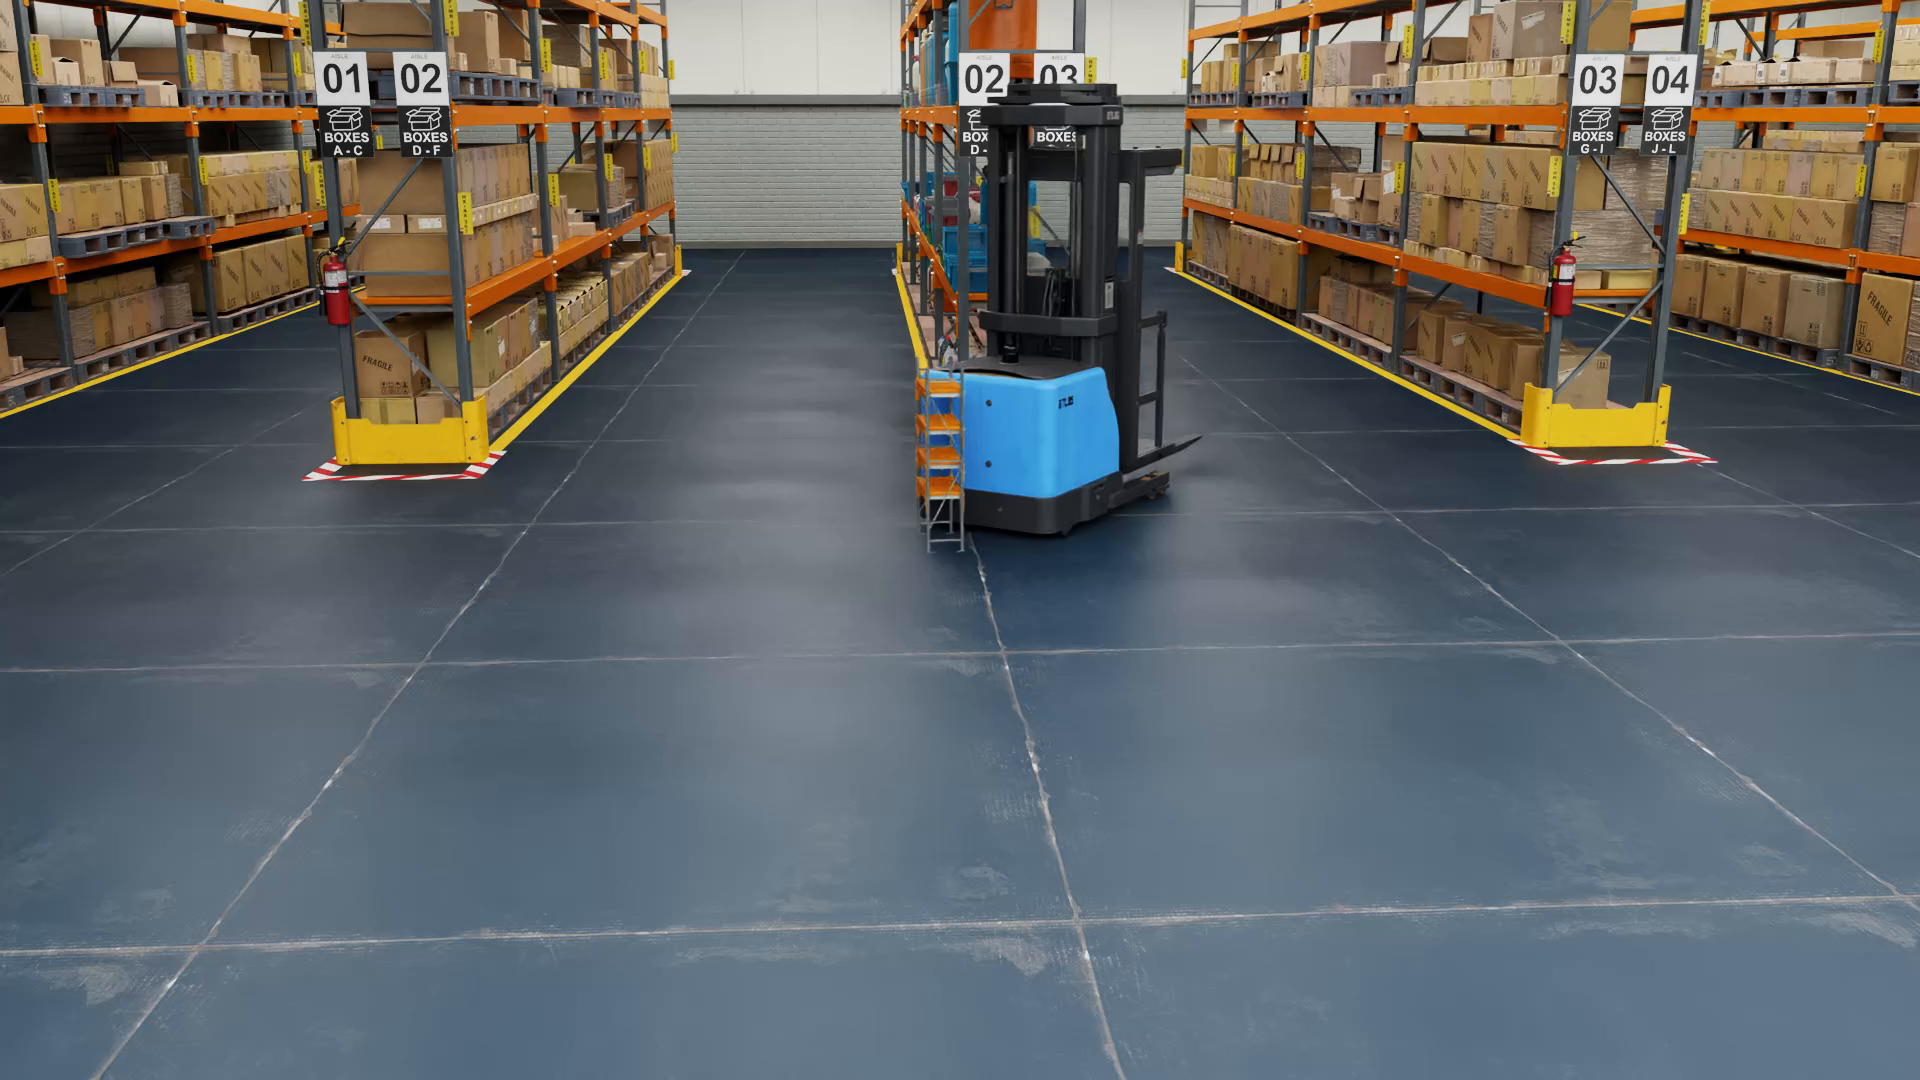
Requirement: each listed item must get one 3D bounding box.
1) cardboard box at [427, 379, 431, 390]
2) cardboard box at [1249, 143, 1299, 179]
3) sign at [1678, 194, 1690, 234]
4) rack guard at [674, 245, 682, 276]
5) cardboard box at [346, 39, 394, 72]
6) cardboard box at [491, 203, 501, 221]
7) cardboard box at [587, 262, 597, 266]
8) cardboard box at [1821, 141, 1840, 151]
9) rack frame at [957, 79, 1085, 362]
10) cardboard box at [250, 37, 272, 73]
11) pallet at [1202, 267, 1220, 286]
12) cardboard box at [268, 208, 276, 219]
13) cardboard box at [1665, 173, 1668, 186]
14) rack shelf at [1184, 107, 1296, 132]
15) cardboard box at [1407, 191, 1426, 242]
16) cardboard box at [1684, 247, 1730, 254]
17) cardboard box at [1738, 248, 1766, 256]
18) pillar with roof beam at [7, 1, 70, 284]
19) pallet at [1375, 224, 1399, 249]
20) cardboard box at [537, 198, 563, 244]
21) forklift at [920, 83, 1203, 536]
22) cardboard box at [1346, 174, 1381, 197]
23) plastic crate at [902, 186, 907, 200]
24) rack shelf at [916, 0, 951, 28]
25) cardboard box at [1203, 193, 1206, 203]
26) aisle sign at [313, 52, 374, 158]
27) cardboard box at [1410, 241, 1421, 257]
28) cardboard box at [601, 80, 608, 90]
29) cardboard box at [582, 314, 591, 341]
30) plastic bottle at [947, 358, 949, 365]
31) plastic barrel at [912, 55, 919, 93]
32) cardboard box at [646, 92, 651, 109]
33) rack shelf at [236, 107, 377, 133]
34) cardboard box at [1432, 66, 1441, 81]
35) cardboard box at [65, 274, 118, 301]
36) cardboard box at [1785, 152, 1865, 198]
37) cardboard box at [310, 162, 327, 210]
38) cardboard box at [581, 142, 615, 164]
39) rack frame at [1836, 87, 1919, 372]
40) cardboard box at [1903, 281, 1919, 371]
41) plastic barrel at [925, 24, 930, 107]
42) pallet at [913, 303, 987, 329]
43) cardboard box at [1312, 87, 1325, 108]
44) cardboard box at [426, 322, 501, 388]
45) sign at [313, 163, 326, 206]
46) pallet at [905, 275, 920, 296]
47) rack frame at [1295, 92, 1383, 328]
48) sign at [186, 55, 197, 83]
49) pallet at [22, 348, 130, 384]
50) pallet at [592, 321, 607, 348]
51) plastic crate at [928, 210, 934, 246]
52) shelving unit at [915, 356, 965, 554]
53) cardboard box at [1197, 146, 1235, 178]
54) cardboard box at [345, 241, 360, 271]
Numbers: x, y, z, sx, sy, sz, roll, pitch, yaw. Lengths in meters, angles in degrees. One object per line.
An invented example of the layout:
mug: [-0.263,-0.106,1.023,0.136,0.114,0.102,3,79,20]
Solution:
cardboard box: [-4.832,-1.240,14.501,0.500,0.250,0.500,-1,14,-3]
cardboard box: [4.731,-5.627,24.663,0.797,0.503,0.637,-1,14,-5]
sign: [5.968,-2.695,13.743,0.100,0.325,0.005,-1,14,-3]
rack guard: [-5.448,-4.865,28.931,1.175,0.500,0.348,-1,14,-3]
cardboard box: [-4.796,-4.049,13.900,0.500,0.250,0.500,-1,14,-3]
cardboard box: [-4.365,-2.961,15.012,0.380,0.149,0.250,-1,14,-3]
cardboard box: [-5.320,-3.595,23.114,0.500,0.500,0.500,-1,14,-6]
cardboard box: [14.245,-6.177,26.806,0.500,0.500,0.500,-1,14,-4]
rack frame: [0.483,-2.191,13.521,1.000,3.000,0.127,-1,14,-3]
cardboard box: [-10.425,-7.187,24.674,0.500,0.500,0.500,-1,14,-4]
pallet: [4.635,-4.396,27.687,1.003,0.211,1.213,-1,14,-3]
cardboard box: [-9.811,-4.576,23.257,0.380,0.149,0.250,-1,14,-3]
cardboard box: [9.399,-4.793,22.102,0.380,0.149,0.250,-1,15,-6]
rack shelf: [4.559,-6.853,27.067,1.077,0.370,4.000,-1,14,-3]
cardboard box: [5.145,-3.342,17.197,0.875,0.500,0.500,-1,14,-3]
cardboard box: [10.086,-3.839,22.598,0.500,0.250,0.500,-2,15,-6]
cardboard box: [14.467,-5.199,29.513,0.875,0.438,0.875,-1,14,-5]
pillar with roof beam: [-6.387,-6.663,18.862,9.100,9.000,0.400,-1,14,-3]
pallet: [5.276,-3.361,18.456,1.003,0.211,1.213,-1,14,-3]
cardboard box: [-4.804,-3.605,18.818,0.500,0.500,0.500,-1,14,-3]
forklift: [0.903,-1.768,12.015,1.130,2.935,3.031,8,17,29]
cardboard box: [5.138,-4.238,20.433,0.700,0.500,0.500,1,14,5]
plastic crate: [-0.740,-5.724,27.469,0.416,0.233,0.300,-1,14,-3]
rack shelf: [0.111,-6.046,18.713,1.077,0.370,4.000,-1,14,-3]
cardboard box: [4.224,-5.649,27.466,0.380,0.149,0.250,-1,14,-5]
aisle sign: [-4.750,-3.353,12.823,0.394,0.787,0.004,-1,14,-3]
cardboard box: [4.894,-3.020,17.248,0.380,0.149,0.250,-1,14,-3]
cardboard box: [-5.049,-5.841,21.487,0.910,0.500,0.500,-1,14,-3]
cardboard box: [-4.583,-2.468,19.275,0.500,0.250,0.500,-1,14,-2]
plastic bottle: [-0.094,-1.567,15.666,0.061,0.283,0.133,-1,14,-2]
plastic barrel: [-0.478,-6.762,24.153,0.433,0.535,0.433,0,14,0]
cardboard box: [-5.015,-6.729,25.440,0.500,0.250,0.500,-1,14,-3]
rack shelf: [-10.273,-6.624,26.175,1.077,0.370,4.000,-1,14,-3]
cardboard box: [4.975,-4.684,16.694,0.380,0.149,0.250,-2,15,-6]
cardboard box: [-9.782,-2.820,18.595,0.500,0.250,0.500,-1,14,-5]
cardboard box: [10.034,-4.223,19.213,0.700,0.500,0.500,-1,14,-3]
cardboard box: [-10.206,-5.484,25.720,0.980,0.700,0.700,-1,14,-5]
cardboard box: [-5.495,-5.754,25.163,0.500,0.500,0.500,-1,14,-3]
rack frame: [10.135,-3.313,17.885,1.000,3.000,0.127,-1,14,-3]
cardboard box: [10.164,-2.106,16.614,0.875,0.875,0.875,-1,14,-3]
plastic barrel: [-0.094,-5.329,18.694,0.600,0.901,0.708,-1,14,-3]
pallet: [-0.103,-3.025,22.361,1.003,0.211,1.213,-1,14,-3]
cardboard box: [4.706,-5.516,20.726,0.500,0.250,0.500,-1,14,-2]
cardboard box: [-4.305,-1.611,14.439,0.500,0.500,0.500,-1,14,-3]
sign: [-5.004,-2.786,13.035,0.100,0.325,0.005,-1,14,-3]
pallet: [-0.345,-4.007,26.176,1.003,0.211,1.213,-1,14,-3]
rack frame: [4.931,-4.257,21.551,1.000,3.000,0.127,-1,14,-3]
sign: [-9.359,-5.738,20.252,0.100,0.325,0.005,-1,14,-3]
pallet: [-9.703,-1.876,17.893,1.003,0.211,1.213,-1,14,-3]
pallet: [-4.945,-2.549,20.510,1.003,0.211,1.213,-1,14,-3]
plastic crate: [-0.144,-3.447,18.437,0.392,0.384,0.575,-1,14,-3]
shelving unit: [-0.132,-0.558,10.788,0.258,1.200,0.503,-2,15,-8]
cardboard box: [4.264,-6.304,27.708,0.500,0.500,0.500,-1,14,-5]
cardboard box: [-10.190,-4.588,27.011,0.700,0.500,0.500,-1,14,-5]
